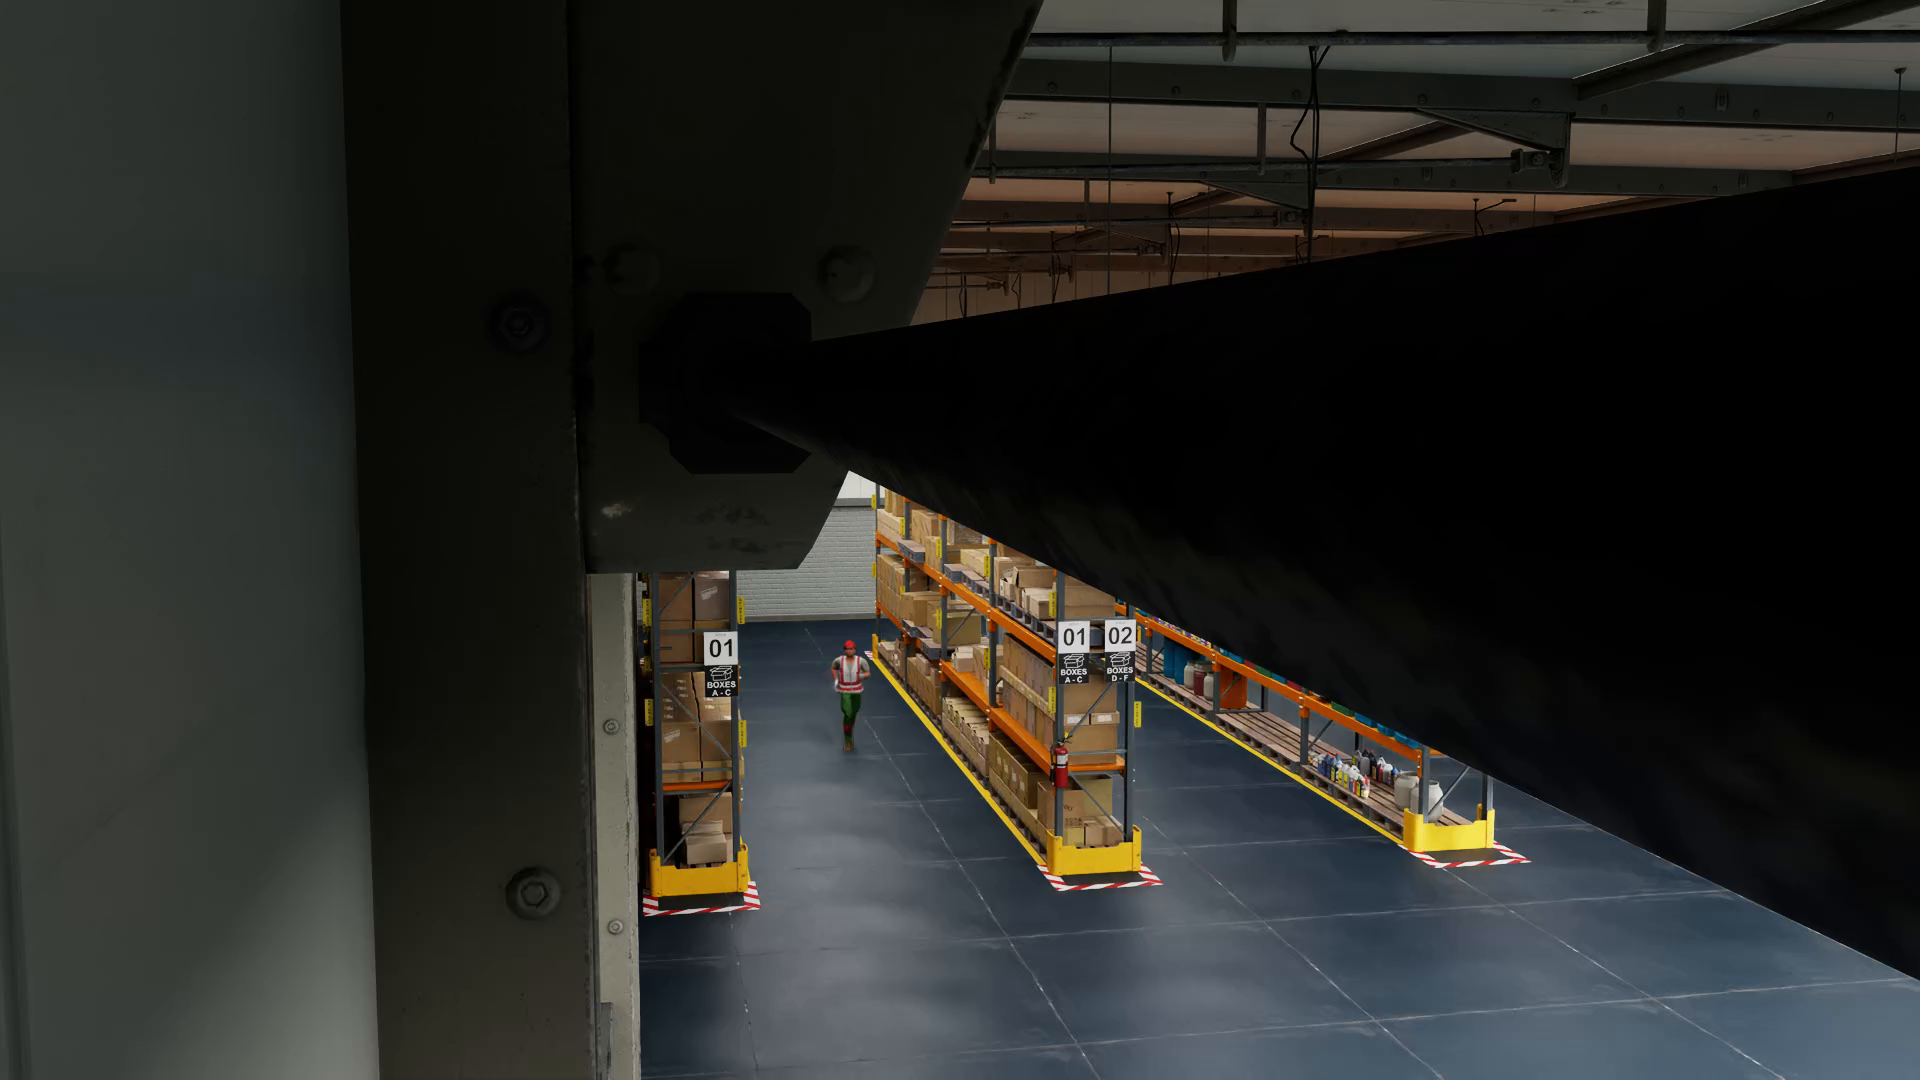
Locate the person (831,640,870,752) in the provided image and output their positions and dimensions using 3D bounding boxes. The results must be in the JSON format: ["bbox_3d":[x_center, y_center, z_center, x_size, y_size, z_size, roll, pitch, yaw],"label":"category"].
[{"bbox_3d":[-1.815,2.590,27.890,0.620,1.850,0.799,-1,6,-13],"label":"person"}]
